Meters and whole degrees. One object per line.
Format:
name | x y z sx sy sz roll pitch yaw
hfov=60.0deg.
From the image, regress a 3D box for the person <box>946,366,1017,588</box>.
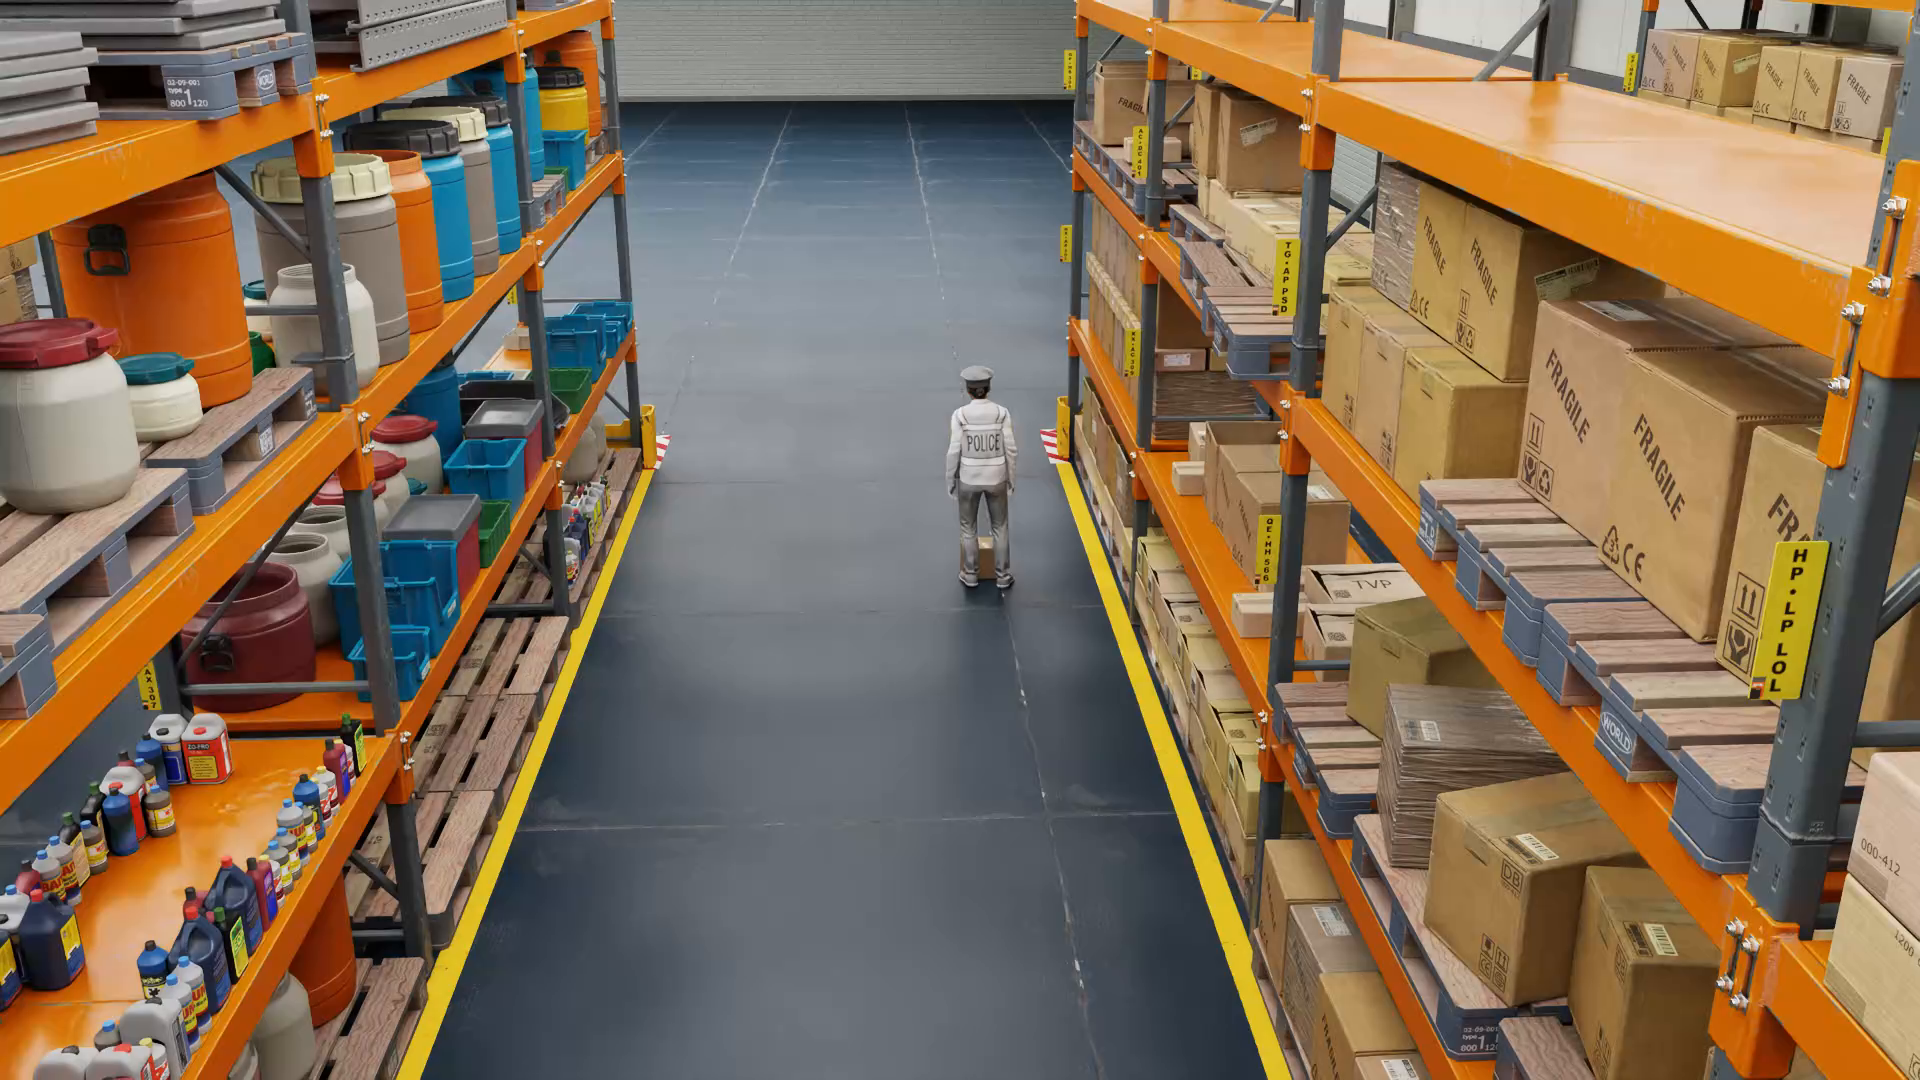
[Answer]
person | 0.155 -0.442 12.259 0.532 1.659 0.414 -2 21 -6
